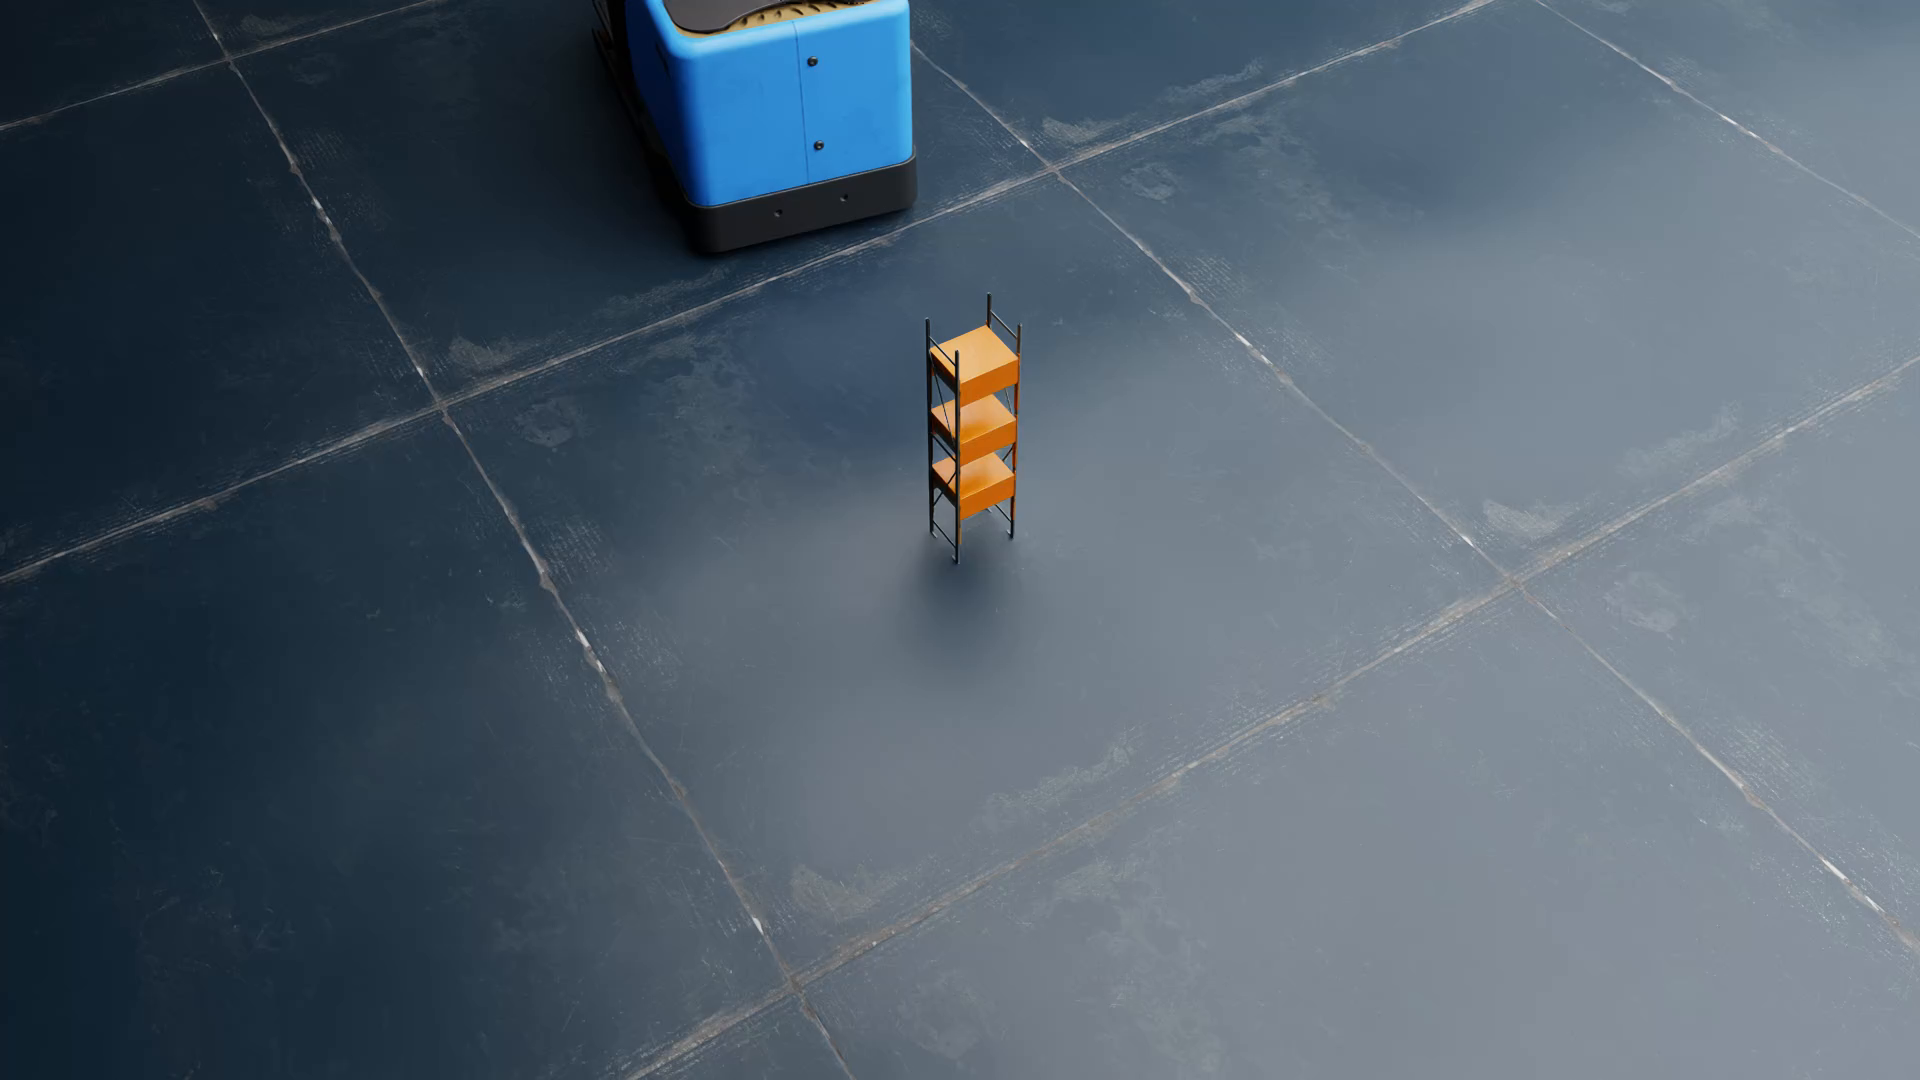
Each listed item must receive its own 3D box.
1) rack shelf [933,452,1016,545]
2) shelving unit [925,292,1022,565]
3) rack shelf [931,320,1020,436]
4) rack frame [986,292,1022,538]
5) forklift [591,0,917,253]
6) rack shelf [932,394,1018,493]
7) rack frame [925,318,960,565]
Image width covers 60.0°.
[{"bbox_3d":[0.045,-0.179,6.092,0.240,0.259,0.215,-25,53,-21],"label":"rack shelf"},{"bbox_3d":[0.045,-0.370,5.877,0.252,1.050,0.215,-25,53,-21],"label":"shelving unit"},{"bbox_3d":[0.045,-0.552,5.673,0.240,0.259,0.215,-25,53,-21],"label":"rack shelf"},{"bbox_3d":[0.148,-0.419,5.920,0.008,1.050,0.200,-25,53,-21],"label":"rack frame"},{"bbox_3d":[-1.201,-3.355,7.275,1.130,2.935,3.031,-16,50,-14],"label":"forklift"},{"bbox_3d":[0.045,-0.363,5.885,0.240,0.259,0.215,-25,53,-21],"label":"rack shelf"},{"bbox_3d":[-0.058,-0.322,5.834,0.008,1.050,0.200,-25,53,-21],"label":"rack frame"}]
